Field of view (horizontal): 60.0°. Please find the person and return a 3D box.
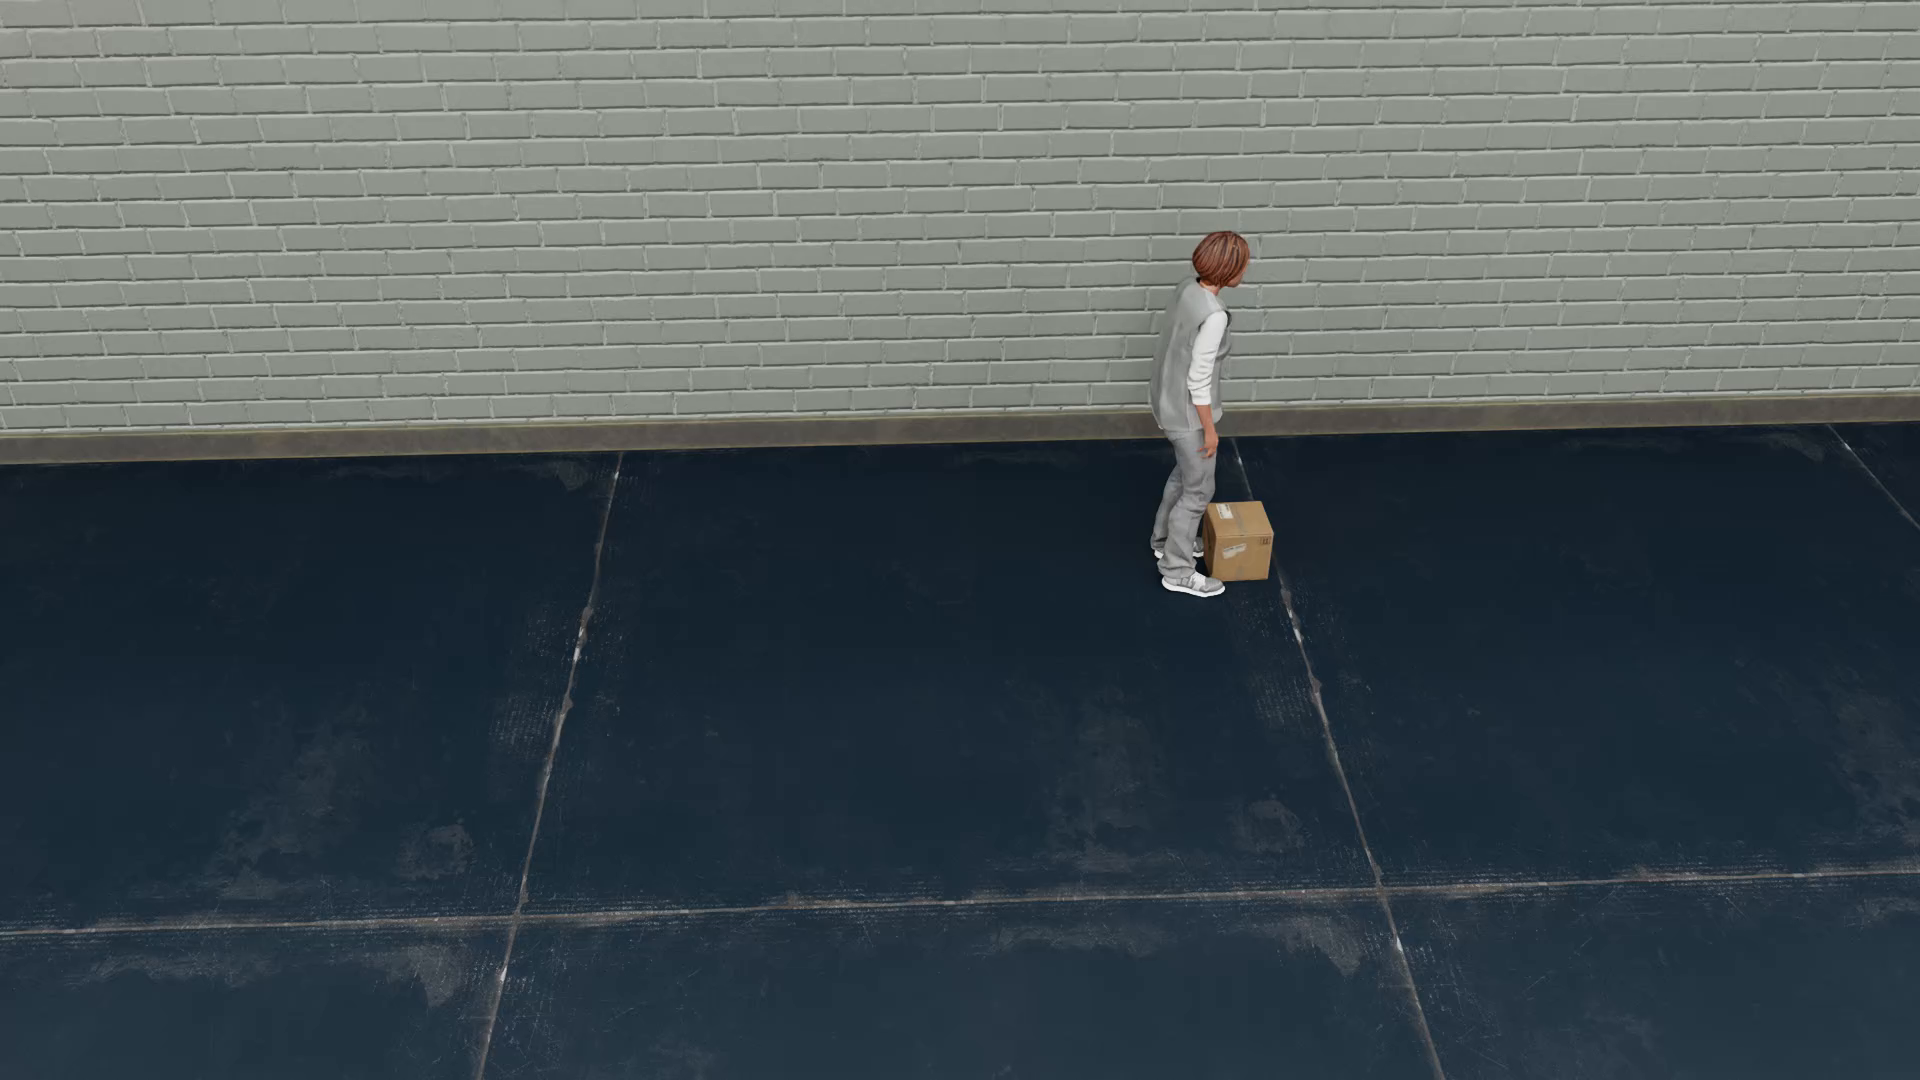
[{"bbox_3d":[0.968,-0.527,6.889,0.349,1.592,0.477,-3,36,-5],"label":"person"}]
